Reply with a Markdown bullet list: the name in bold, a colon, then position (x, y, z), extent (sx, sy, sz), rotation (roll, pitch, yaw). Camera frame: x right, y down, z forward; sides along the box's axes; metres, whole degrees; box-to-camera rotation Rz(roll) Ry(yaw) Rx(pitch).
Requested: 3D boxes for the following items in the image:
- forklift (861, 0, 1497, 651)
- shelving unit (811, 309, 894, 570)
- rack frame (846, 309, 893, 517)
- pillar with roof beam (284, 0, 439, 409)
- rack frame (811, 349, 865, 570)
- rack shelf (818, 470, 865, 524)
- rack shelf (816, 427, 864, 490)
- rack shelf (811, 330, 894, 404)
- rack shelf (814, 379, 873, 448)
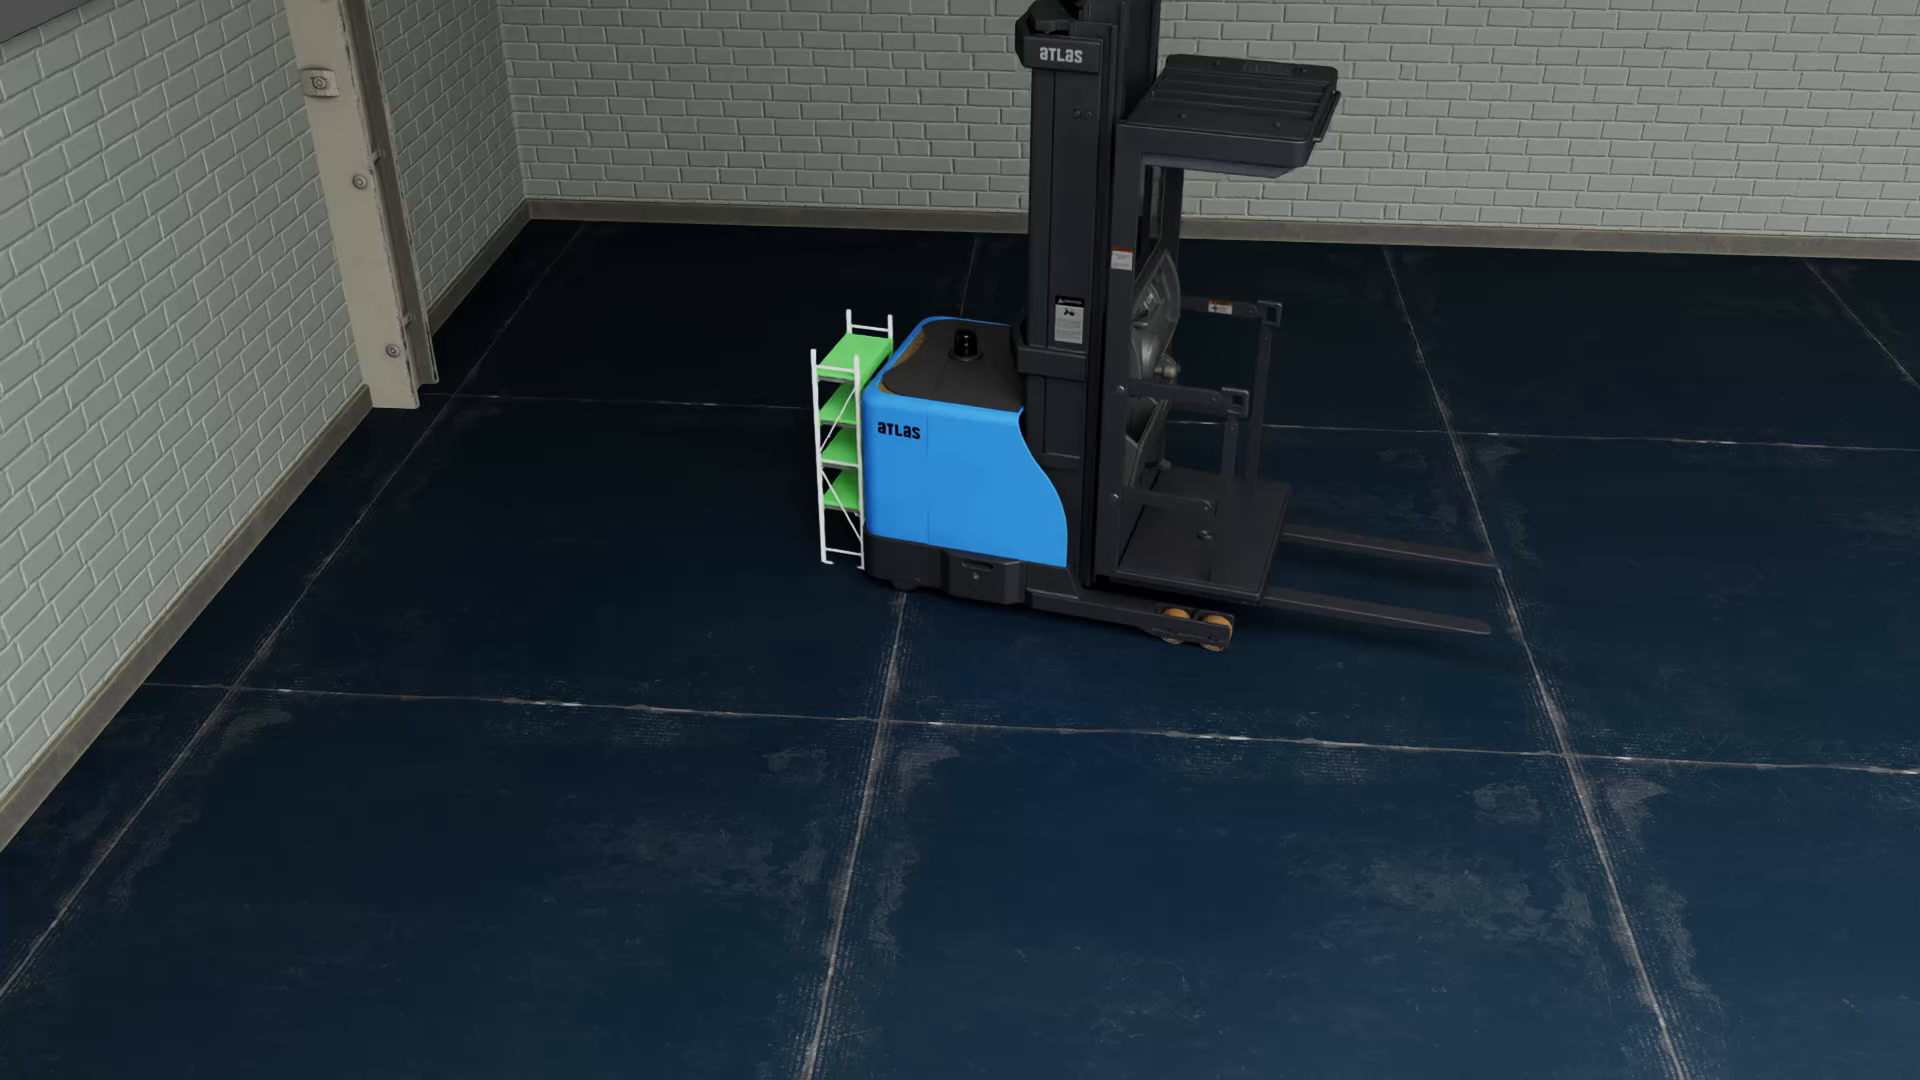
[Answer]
- **forklift**: position (1.092, -1.035, 7.636), extent (3.031, 2.935, 1.130), rotation (9, 33, 15)
- **shelving unit**: position (-0.524, -0.503, 8.422), extent (0.258, 1.200, 0.503), rotation (9, 33, 14)
- **rack frame**: position (-0.453, -0.625, 8.621), extent (0.240, 1.200, 0.015), rotation (9, 33, 14)
- **pillar with roof beam**: position (0.875, -4.549, 7.555), extent (9.100, 9.000, 0.400), rotation (2, 32, 4)
- **rack frame**: position (-0.596, -0.380, 8.224), extent (0.240, 1.200, 0.015), rotation (9, 33, 14)
- **rack shelf**: position (-0.524, -0.244, 8.582), extent (0.258, 0.148, 0.480), rotation (9, 33, 14)
- **rack shelf**: position (-0.524, -0.448, 8.456), extent (0.258, 0.148, 0.480), rotation (9, 33, 14)
- **rack shelf**: position (-0.524, -0.857, 8.204), extent (0.258, 0.148, 0.480), rotation (9, 33, 14)
- **rack shelf**: position (-0.524, -0.653, 8.330), extent (0.258, 0.148, 0.480), rotation (9, 33, 14)
